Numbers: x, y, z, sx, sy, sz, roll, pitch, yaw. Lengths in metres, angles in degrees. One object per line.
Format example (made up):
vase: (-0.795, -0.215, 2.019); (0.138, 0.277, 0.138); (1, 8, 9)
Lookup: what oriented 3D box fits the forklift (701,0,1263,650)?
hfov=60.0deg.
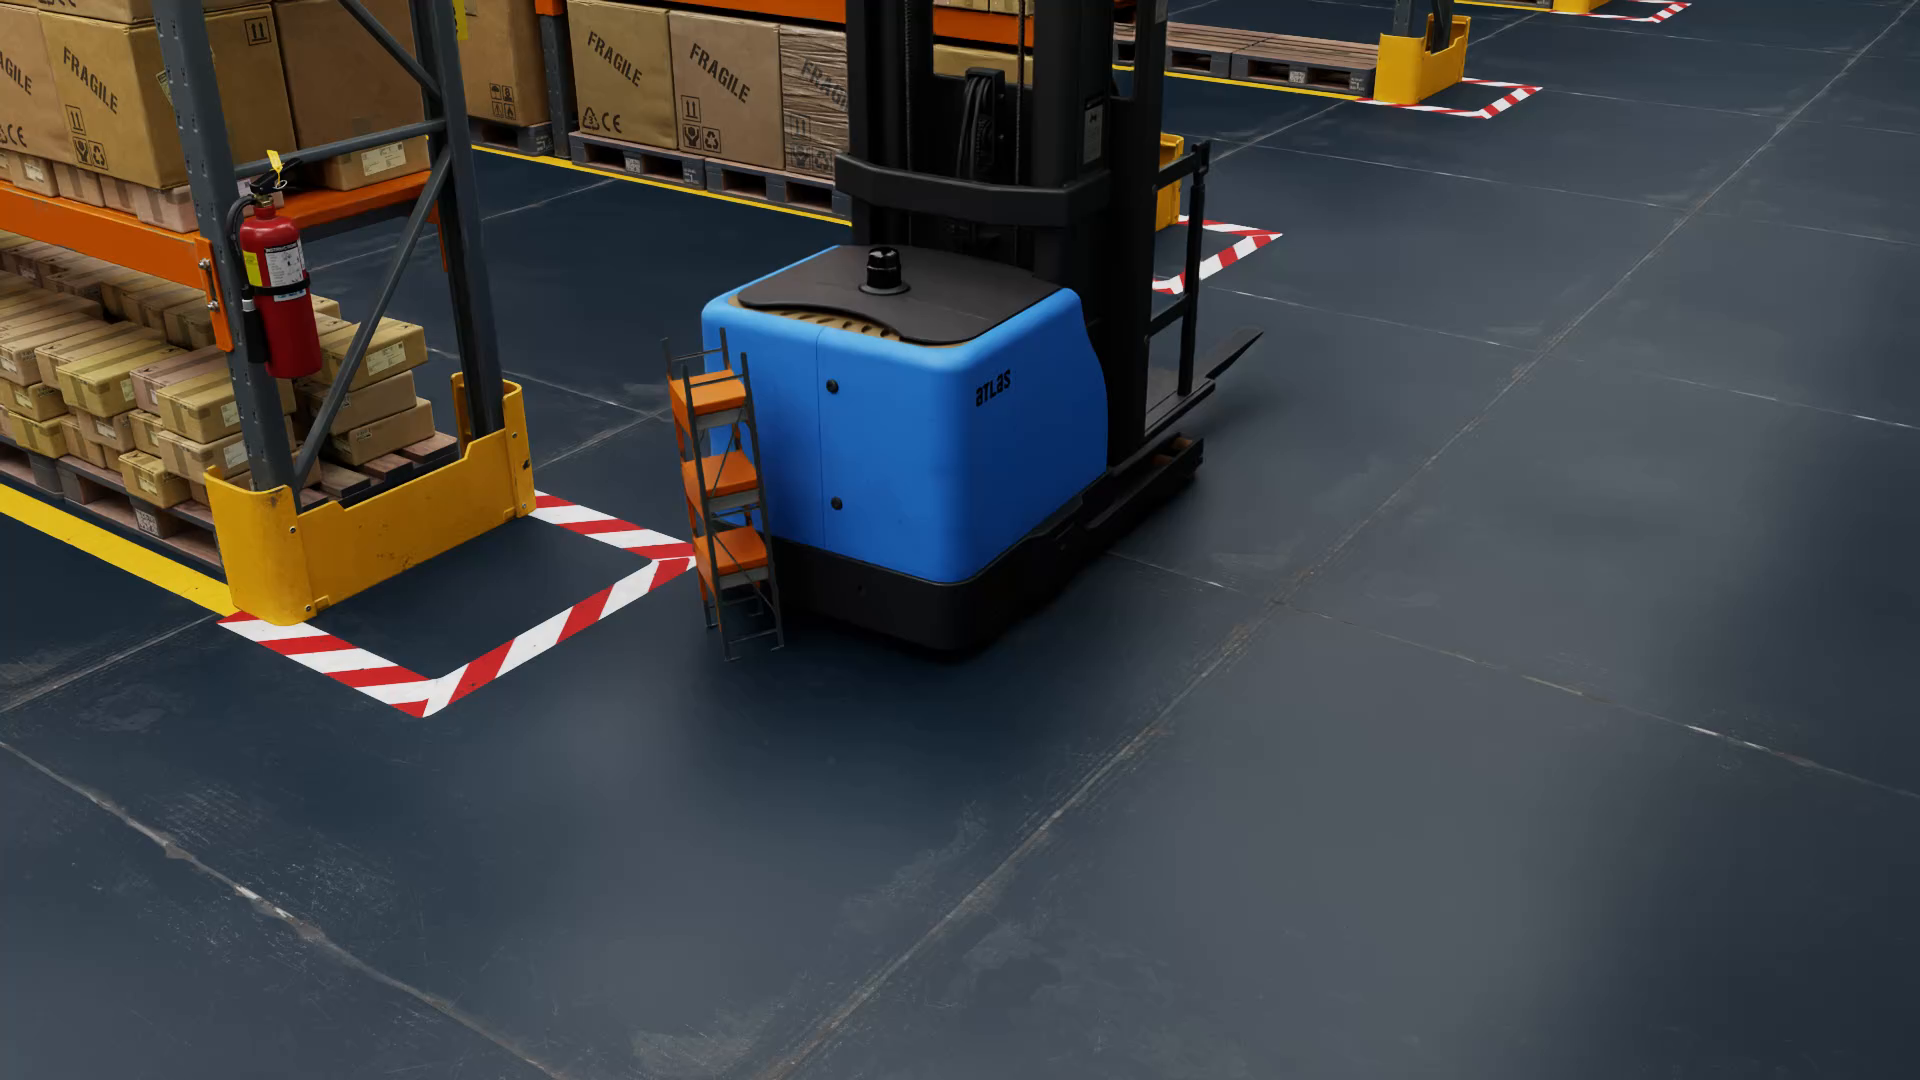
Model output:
forklift: (0.331, -1.577, 6.117); (1.130, 2.935, 3.031); (15, 31, 27)

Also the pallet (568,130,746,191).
pallet: (-1.862, -2.662, 11.248); (1.213, 0.211, 1.003); (17, 32, 30)

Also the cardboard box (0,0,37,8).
cardboard box: (-2.974, -2.051, 5.433); (0.500, 0.500, 0.500); (16, 31, 29)

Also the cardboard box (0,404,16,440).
cardboard box: (-3.700, -0.554, 6.712); (0.250, 0.149, 0.380); (18, 32, 31)

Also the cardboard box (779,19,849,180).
cardboard box: (-0.470, -2.710, 10.148); (0.875, 0.875, 0.875); (17, 32, 30)

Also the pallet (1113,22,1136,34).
pallet: (0.988, -4.564, 14.985); (1.213, 0.211, 1.003); (17, 32, 30)

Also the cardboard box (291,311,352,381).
cardboard box: (-2.574, -0.743, 6.427); (0.250, 0.149, 0.380); (18, 32, 31)

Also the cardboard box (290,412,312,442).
cardboard box: (-2.551, -0.481, 6.568); (0.250, 0.149, 0.380); (17, 32, 30)

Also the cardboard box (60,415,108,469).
cardboard box: (-3.240, -0.434, 6.476); (0.250, 0.149, 0.380); (18, 32, 31)

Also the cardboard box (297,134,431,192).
cardboard box: (-2.120, -1.367, 5.907); (0.250, 0.149, 0.380); (17, 32, 30)

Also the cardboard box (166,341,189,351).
cardboard box: (-3.193, -0.814, 6.894); (0.250, 0.149, 0.380); (16, 31, 28)

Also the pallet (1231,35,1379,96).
pallet: (2.999, -3.937, 13.754); (1.213, 0.211, 1.003); (17, 32, 30)

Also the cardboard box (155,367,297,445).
cardboard box: (-2.619, -0.497, 5.943); (0.250, 0.149, 0.380); (18, 32, 31)

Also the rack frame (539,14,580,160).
rack frame: (-2.444, -4.129, 11.057); (0.127, 3.000, 1.000); (17, 32, 30)

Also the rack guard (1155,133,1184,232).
rack guard: (0.873, -1.982, 9.593); (0.348, 0.500, 1.175); (17, 32, 30)

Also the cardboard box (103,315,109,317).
cardboard box: (-3.658, -0.941, 7.144); (0.250, 0.149, 0.380); (19, 33, 33)

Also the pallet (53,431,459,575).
pallet: (-2.751, -0.272, 6.552); (1.213, 0.211, 1.003); (17, 32, 30)

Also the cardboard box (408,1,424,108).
cardboard box: (-3.720, -3.755, 12.202); (0.875, 0.875, 1.225); (16, 31, 29)

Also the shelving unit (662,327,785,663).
shelving unit: (-0.754, -0.134, 5.342); (0.215, 1.050, 0.252); (-14, 30, -18)

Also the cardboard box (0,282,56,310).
cardboard box: (-3.896, -0.906, 6.747); (0.250, 0.149, 0.380); (17, 32, 31)

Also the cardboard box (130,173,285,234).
cardboard box: (-2.468, -1.140, 5.459); (0.250, 0.149, 0.380); (17, 32, 30)

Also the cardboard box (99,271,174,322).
cardboard box: (-3.374, -1.048, 7.025); (0.250, 0.149, 0.380); (18, 32, 31)

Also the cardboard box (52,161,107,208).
cardboard box: (-2.866, -1.276, 5.728); (0.250, 0.149, 0.380); (17, 32, 30)

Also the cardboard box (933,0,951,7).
cardboard box: (-0.050, -3.090, 9.291); (0.250, 0.149, 0.380); (17, 32, 30)

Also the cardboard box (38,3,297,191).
cardboard box: (-2.555, -1.470, 5.393); (0.500, 0.500, 0.500); (18, 32, 31)

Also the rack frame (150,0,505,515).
rack frame: (-2.039, -1.274, 5.446); (0.127, 3.000, 1.000); (17, 32, 30)

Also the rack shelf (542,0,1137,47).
rack shelf: (-0.796, -3.295, 10.211); (4.000, 0.370, 1.077); (17, 32, 30)

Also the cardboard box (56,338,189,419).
cardboard box: (-3.079, -0.602, 6.149); (0.250, 0.149, 0.380); (17, 31, 29)

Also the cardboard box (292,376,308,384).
cardboard box: (-2.519, -0.645, 6.562); (0.250, 0.149, 0.380); (17, 32, 30)

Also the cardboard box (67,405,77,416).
cardboard box: (-3.228, -0.592, 6.458); (0.250, 0.149, 0.380); (17, 31, 30)

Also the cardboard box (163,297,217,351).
cardboard box: (-2.960, -0.888, 6.712); (0.250, 0.149, 0.380); (16, 31, 28)

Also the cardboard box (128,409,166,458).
cardboard box: (-2.820, -0.439, 6.158); (0.250, 0.149, 0.380); (16, 31, 29)

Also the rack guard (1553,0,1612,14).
rack guard: (6.402, -5.710, 16.919); (0.348, 0.500, 1.175); (17, 32, 30)

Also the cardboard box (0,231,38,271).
cardboard box: (-4.283, -1.281, 7.484); (0.250, 0.149, 0.380); (18, 32, 32)

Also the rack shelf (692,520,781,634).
rack shelf: (-0.736, 0.119, 5.478); (0.215, 0.259, 0.240); (-14, 30, -18)

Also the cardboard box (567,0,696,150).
cardboard box: (-1.946, -3.170, 11.051); (0.875, 0.875, 0.875); (17, 32, 30)

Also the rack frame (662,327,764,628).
rack frame: (-0.800, -0.185, 5.442); (0.200, 1.050, 0.008); (-14, 30, -18)

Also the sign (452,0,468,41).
sign: (-1.732, -1.862, 5.648); (0.005, 0.325, 0.100); (17, 32, 30)

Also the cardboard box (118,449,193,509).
cardboard box: (-2.860, -0.276, 6.165); (0.250, 0.149, 0.380); (18, 32, 32)

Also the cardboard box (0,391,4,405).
cardboard box: (-3.700, -0.685, 6.642); (0.250, 0.149, 0.380); (19, 33, 33)

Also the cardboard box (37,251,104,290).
cardboard box: (-3.779, -1.181, 7.288); (0.250, 0.149, 0.380); (16, 31, 29)

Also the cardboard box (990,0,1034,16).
cardboard box: (0.373, -2.958, 9.033); (0.250, 0.149, 0.380); (18, 32, 31)

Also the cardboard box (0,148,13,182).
cardboard box: (-3.291, -1.412, 5.994); (0.250, 0.149, 0.380); (16, 31, 28)

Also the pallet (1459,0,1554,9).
pallet: (5.744, -5.786, 17.386); (1.213, 0.211, 1.003); (17, 32, 30)

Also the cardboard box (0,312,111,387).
cardboard box: (-3.509, -0.740, 6.421); (0.250, 0.149, 0.380); (19, 32, 32)

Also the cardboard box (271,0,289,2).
cardboard box: (-2.258, -2.111, 5.550); (0.500, 0.500, 0.500); (17, 32, 30)
